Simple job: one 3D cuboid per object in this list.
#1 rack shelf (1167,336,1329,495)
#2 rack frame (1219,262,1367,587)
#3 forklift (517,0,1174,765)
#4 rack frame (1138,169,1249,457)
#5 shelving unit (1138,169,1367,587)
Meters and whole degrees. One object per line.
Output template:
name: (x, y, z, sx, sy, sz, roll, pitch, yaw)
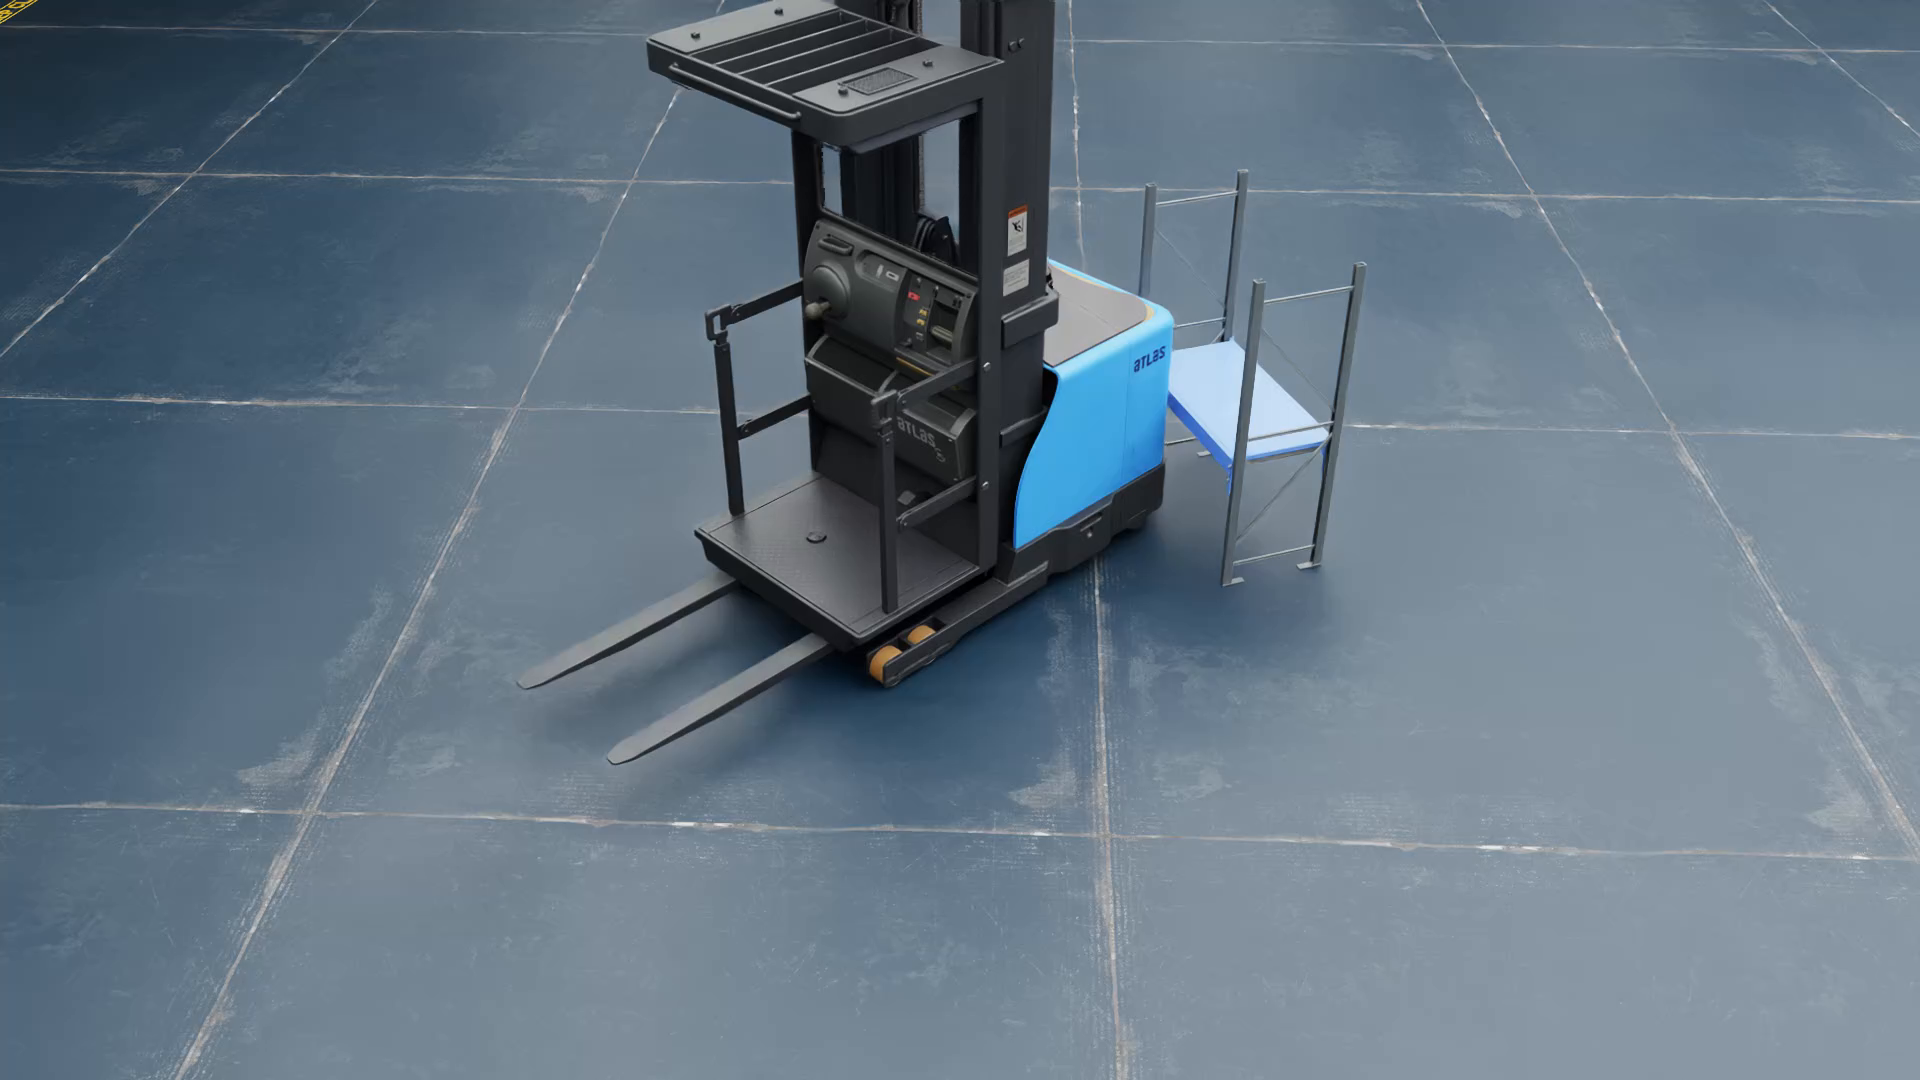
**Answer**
rack shelf: (1.236, -0.588, 7.595, 0.538, 0.185, 1.000, -12, 37, -16)
rack frame: (1.406, -0.459, 7.099, 0.500, 1.500, 0.032, -12, 37, -16)
forklift: (-0.442, -0.930, 6.524, 3.031, 2.935, 1.130, -30, 45, -35)
rack frame: (1.067, -1.011, 7.884, 0.500, 1.500, 0.032, -12, 37, -16)
shelving unit: (1.236, -0.735, 7.491, 0.538, 1.500, 1.048, -12, 37, -16)
